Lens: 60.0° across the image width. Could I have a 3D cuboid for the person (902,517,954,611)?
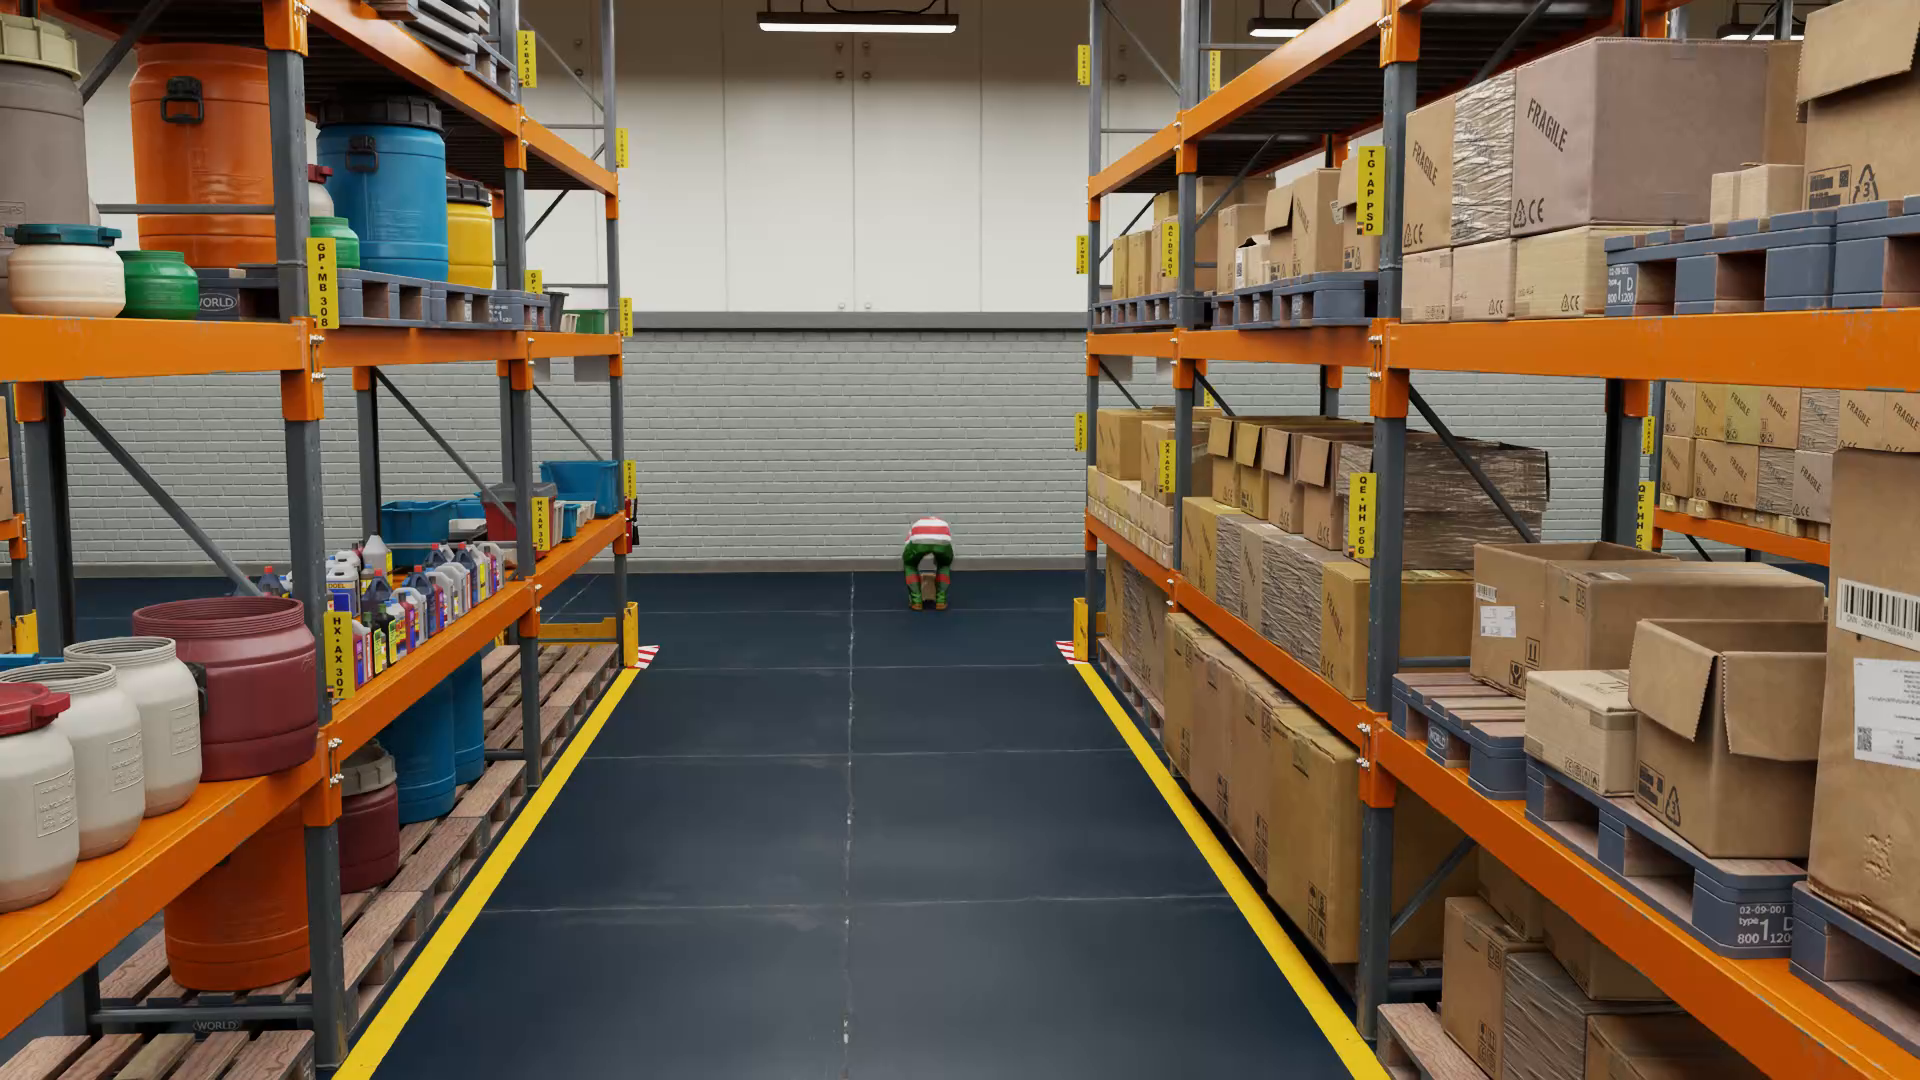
[{"bbox_3d":[-0.344,0.216,17.331,0.534,0.956,0.949,-1,7,-6],"label":"person"}]
